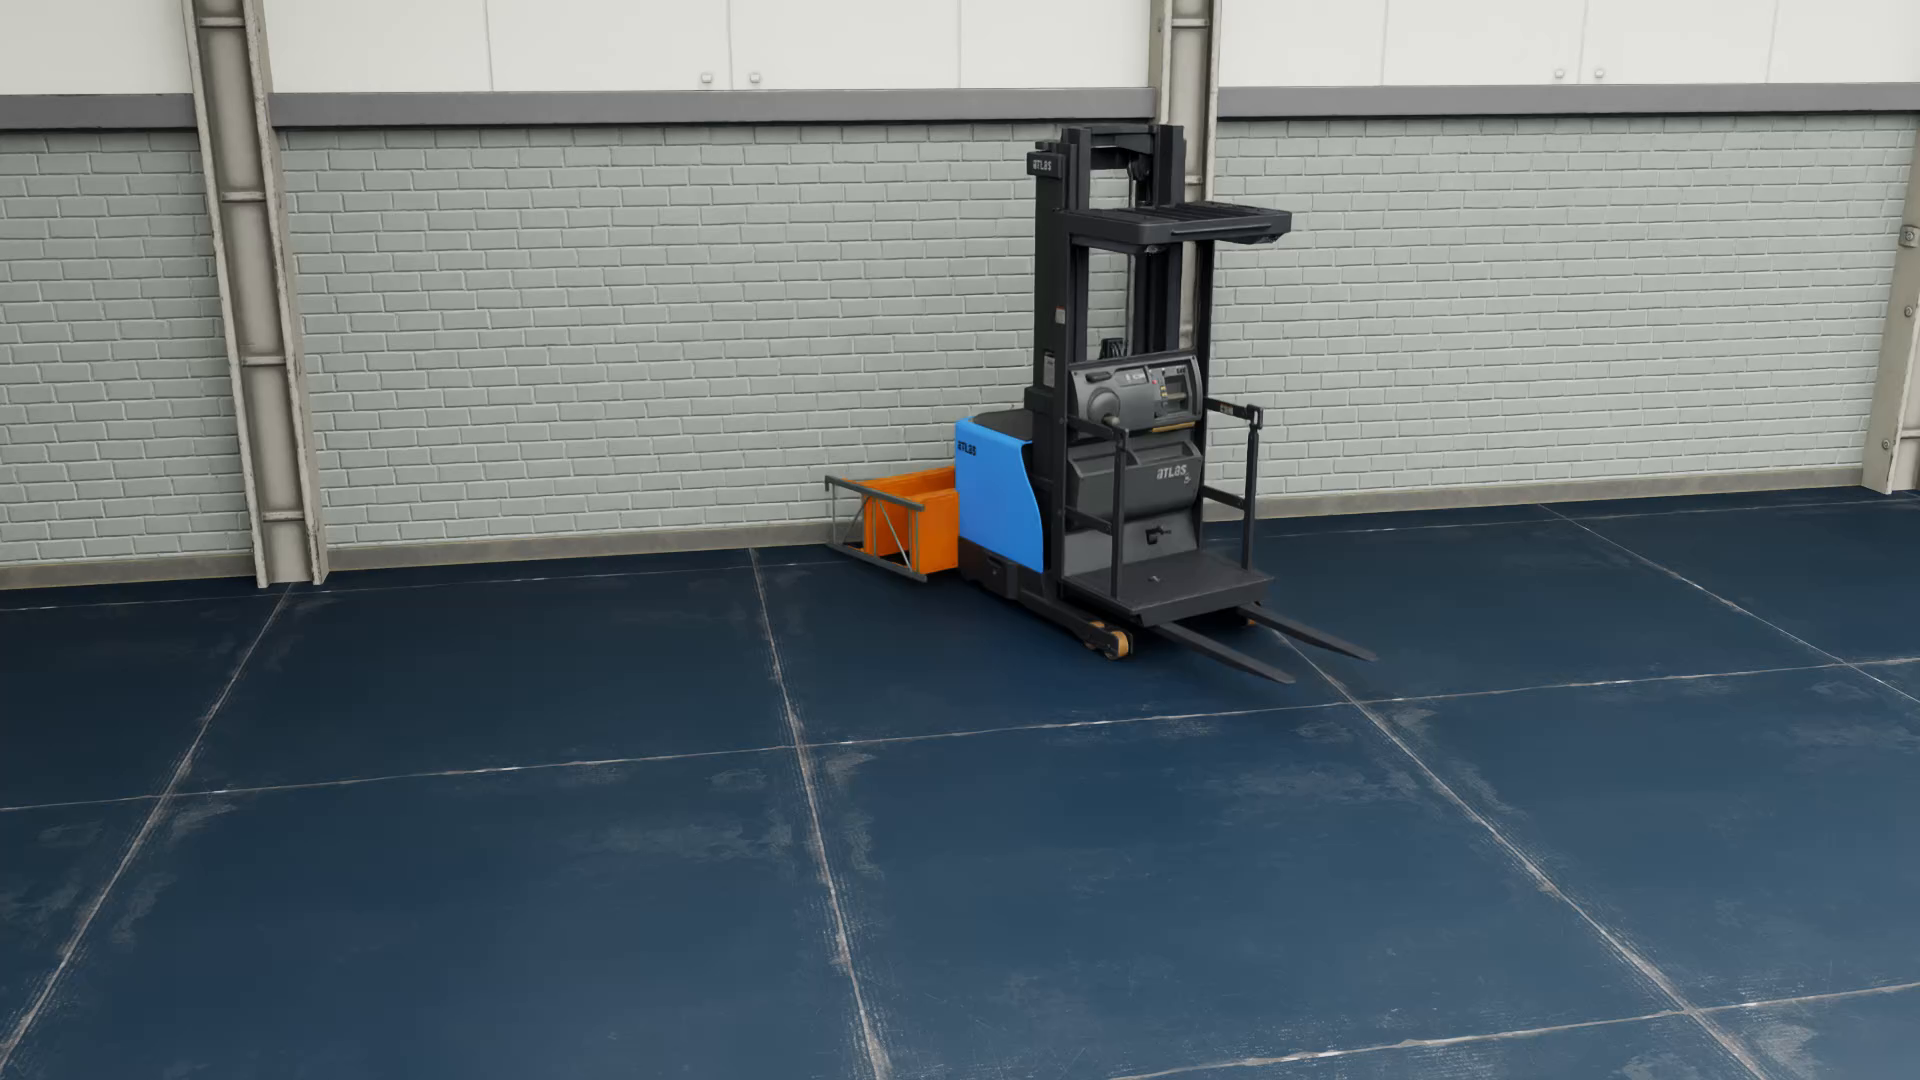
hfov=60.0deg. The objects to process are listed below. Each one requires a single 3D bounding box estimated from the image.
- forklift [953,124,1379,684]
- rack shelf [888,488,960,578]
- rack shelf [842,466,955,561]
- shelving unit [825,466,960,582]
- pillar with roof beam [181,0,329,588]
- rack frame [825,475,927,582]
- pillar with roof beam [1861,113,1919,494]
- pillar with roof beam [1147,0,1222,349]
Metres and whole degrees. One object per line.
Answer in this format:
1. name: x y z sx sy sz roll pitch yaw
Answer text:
1. forklift: 1.166 -0.871 9.654 1.130 2.935 3.031 -11 20 -31
2. rack shelf: 0.018 -0.112 10.985 1.000 0.538 0.278 -12 18 -35
3. rack shelf: -0.305 -0.219 11.400 1.000 0.538 0.278 -12 18 -35
4. shelving unit: -0.158 -0.171 11.211 1.048 0.538 1.125 -12 18 -35
5. pillar with roof beam: -3.579 -2.805 5.618 0.400 9.000 9.100 -3 17 -10
6. rack frame: -0.564 -0.087 10.916 0.032 0.500 1.125 -12 18 -35
7. pillar with roof beam: 8.203 -3.473 7.794 0.400 9.000 9.100 -3 17 -10
8. pillar with roof beam: 2.312 -3.139 6.706 0.400 9.000 9.100 -3 17 -10
